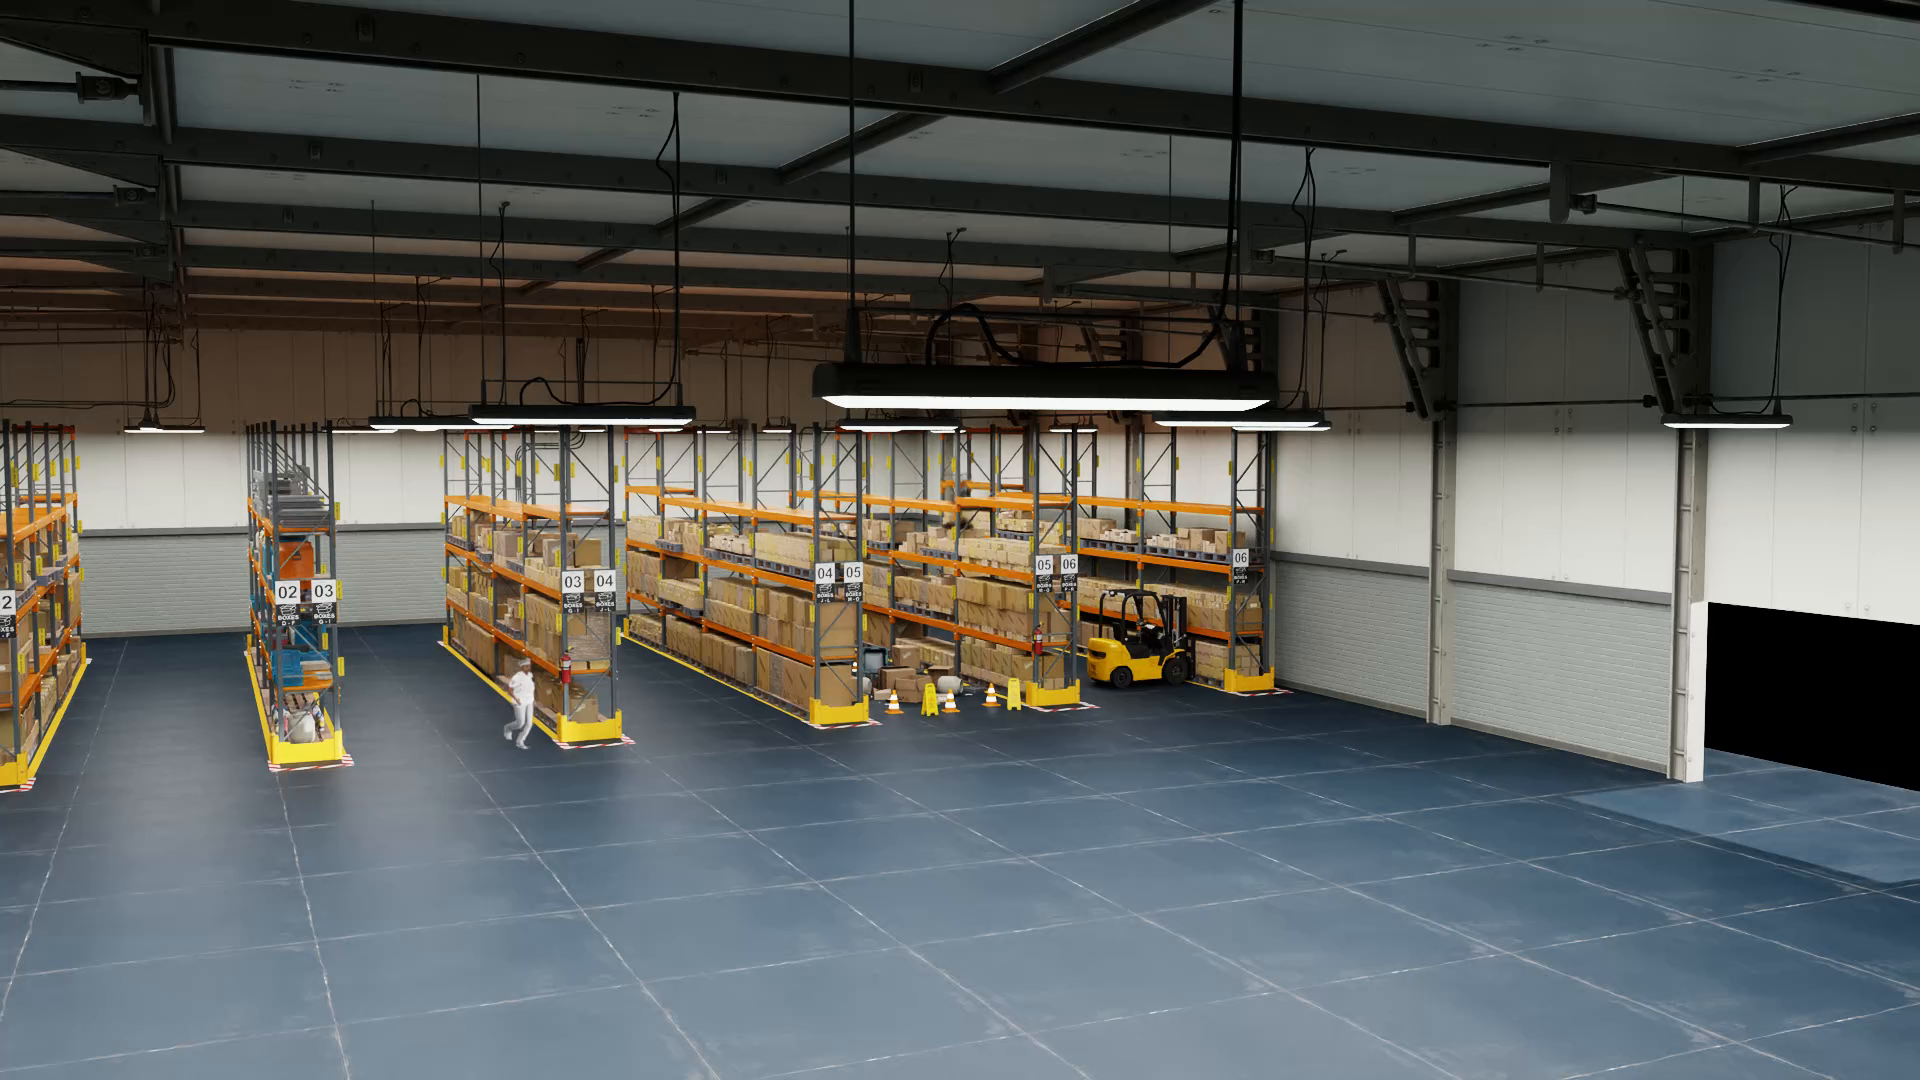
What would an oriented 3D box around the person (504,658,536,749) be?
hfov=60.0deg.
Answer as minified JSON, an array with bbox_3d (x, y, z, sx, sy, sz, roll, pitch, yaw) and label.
[{"bbox_3d":[-8.103,2.997,30.712,0.581,1.655,0.563,3,5,38],"label":"person"}]

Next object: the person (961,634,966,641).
[{"bbox_3d":[0.273,2.149,43.268,0.686,1.833,0.825,-2,4,-25],"label":"person"}]
